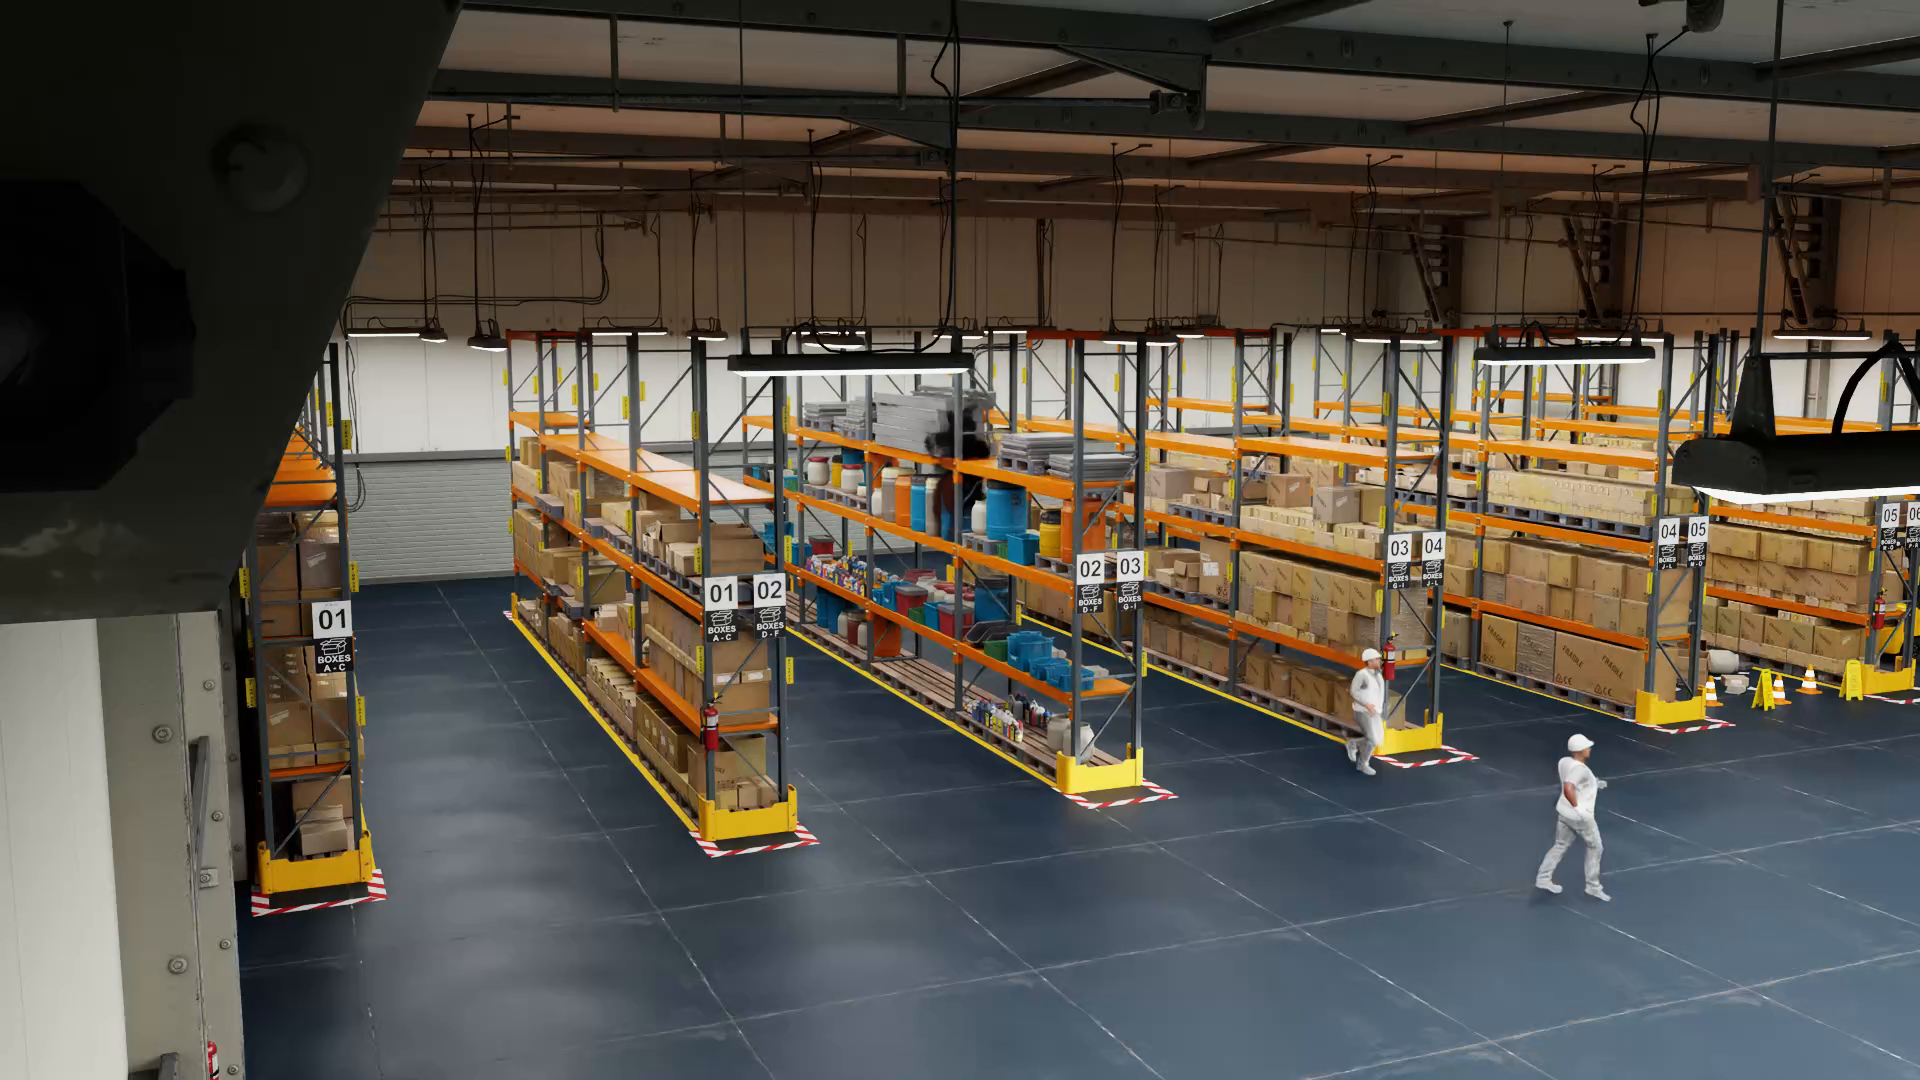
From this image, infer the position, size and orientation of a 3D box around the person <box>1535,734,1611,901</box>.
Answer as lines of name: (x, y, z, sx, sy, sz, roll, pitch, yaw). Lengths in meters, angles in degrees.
person: (6.656, 2.997, 17.978, 0.793, 1.829, 0.675, -1, 8, -7)

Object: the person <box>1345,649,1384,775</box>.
person: (5.636, 2.359, 23.081, 0.590, 1.734, 0.678, 7, 11, 44)
